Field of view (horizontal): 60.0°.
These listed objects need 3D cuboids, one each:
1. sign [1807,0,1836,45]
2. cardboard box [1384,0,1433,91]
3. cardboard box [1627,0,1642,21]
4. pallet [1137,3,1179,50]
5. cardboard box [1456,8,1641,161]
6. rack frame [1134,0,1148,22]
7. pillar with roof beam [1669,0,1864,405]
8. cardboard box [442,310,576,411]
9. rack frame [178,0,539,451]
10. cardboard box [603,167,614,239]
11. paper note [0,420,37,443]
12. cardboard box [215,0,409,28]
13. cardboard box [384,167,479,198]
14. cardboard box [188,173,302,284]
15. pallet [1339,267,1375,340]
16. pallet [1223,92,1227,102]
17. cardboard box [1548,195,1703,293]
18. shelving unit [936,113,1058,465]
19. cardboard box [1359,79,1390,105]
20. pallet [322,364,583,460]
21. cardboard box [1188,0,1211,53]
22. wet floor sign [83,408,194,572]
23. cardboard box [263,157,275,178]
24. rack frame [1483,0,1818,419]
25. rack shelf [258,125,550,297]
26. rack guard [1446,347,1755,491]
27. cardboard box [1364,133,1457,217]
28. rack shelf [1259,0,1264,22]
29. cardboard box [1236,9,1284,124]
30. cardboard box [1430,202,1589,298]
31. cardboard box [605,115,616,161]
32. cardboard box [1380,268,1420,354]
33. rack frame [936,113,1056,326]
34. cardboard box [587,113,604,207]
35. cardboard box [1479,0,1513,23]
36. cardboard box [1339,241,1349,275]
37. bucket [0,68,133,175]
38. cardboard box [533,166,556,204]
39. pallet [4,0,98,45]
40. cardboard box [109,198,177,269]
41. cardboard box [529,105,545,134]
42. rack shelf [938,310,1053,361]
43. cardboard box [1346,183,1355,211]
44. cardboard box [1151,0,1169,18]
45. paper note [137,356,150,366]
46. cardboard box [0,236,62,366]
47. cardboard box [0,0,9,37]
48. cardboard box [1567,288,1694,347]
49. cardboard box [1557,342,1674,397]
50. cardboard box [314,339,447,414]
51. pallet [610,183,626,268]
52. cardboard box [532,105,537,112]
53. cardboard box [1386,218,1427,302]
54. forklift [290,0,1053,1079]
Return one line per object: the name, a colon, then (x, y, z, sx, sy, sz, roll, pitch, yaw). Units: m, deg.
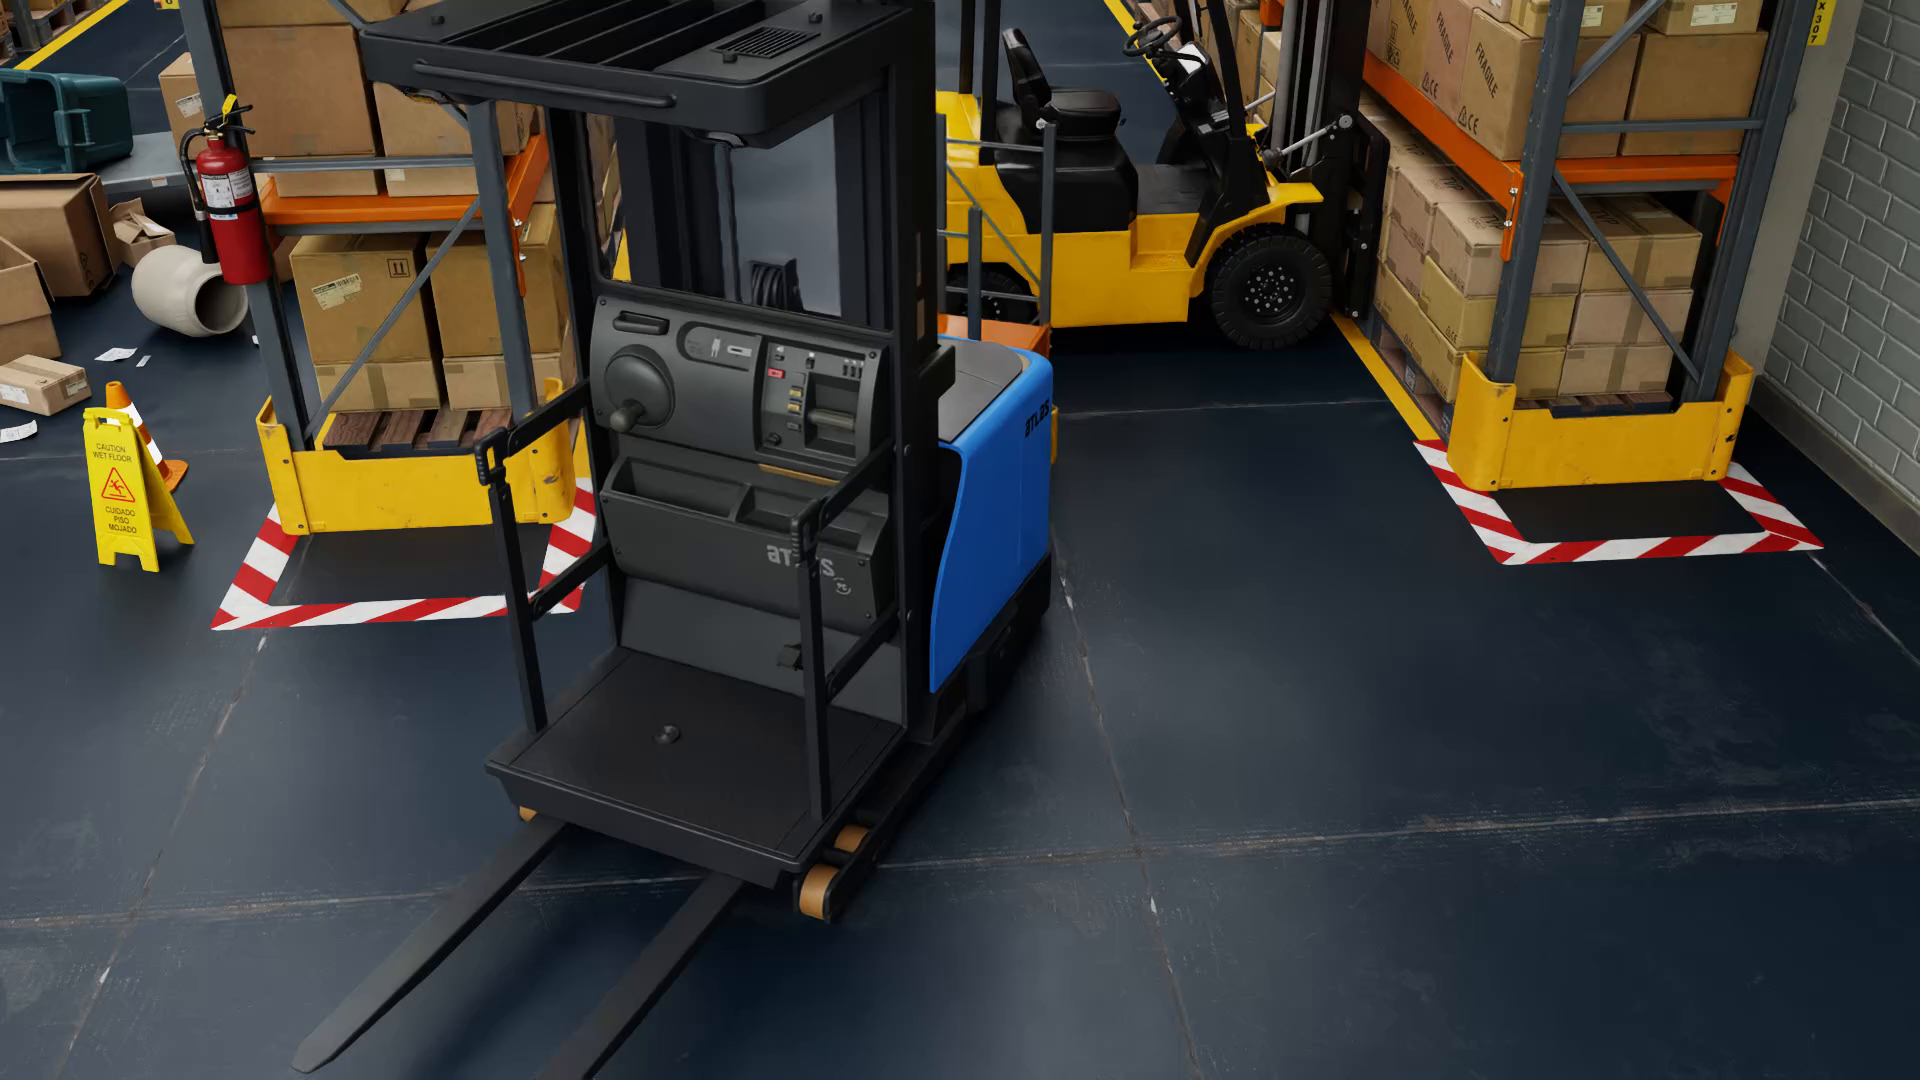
sign: (3.290, -2.051, 6.337, 0.100, 0.325, 0.005, -3, 31, -5)
cardboard box: (2.342, -2.430, 7.796, 0.500, 0.500, 0.500, -3, 31, -6)
cardboard box: (2.877, -2.252, 6.864, 0.380, 0.149, 0.250, -3, 31, -5)
pallet: (2.027, -4.087, 13.386, 1.003, 0.211, 1.213, -3, 31, -5)
cardboard box: (2.429, -1.903, 6.914, 0.500, 0.500, 0.500, -3, 31, -6)
rack frame: (1.989, -5.706, 13.378, 1.000, 3.000, 0.127, -3, 31, -5)
pillar with roof beam: (-0.717, -4.390, 5.323, 9.100, 9.000, 0.400, -3, 31, -5)
cardboard box: (-2.005, -0.807, 7.447, 0.500, 0.250, 0.500, -3, 31, -5)
rack frame: (-2.205, -1.382, 6.138, 1.000, 3.000, 0.127, -3, 31, -5)
cardboard box: (-2.196, -1.864, 9.217, 0.500, 0.250, 0.500, -4, 31, -6)
paper note: (-4.275, -0.495, 7.548, 0.148, 0.019, 0.142, -14, 33, -22)
cardboard box: (-2.470, -2.232, 6.199, 0.700, 0.500, 0.500, -3, 31, -6)
cardboard box: (-2.030, -1.457, 6.510, 0.380, 0.149, 0.250, -3, 31, -4)
cardboard box: (-3.833, -1.740, 9.173, 0.500, 0.500, 0.500, 20, 36, 29)
pallet: (2.513, -1.434, 8.945, 1.003, 0.211, 1.213, -3, 31, -5)
pallet: (2.255, -2.841, 11.300, 1.003, 0.211, 1.213, -3, 31, -5)
cardboard box: (2.880, -1.305, 7.307, 0.500, 0.250, 0.500, -3, 31, -5)
shelving unit: (-0.011, -0.790, 6.610, 0.587, 1.500, 1.083, 9, 32, 15)
cardboard box: (2.192, -2.316, 8.999, 0.500, 0.250, 0.500, -2, 31, -3)
pallet: (-2.253, -0.640, 7.616, 1.003, 0.211, 1.213, -3, 31, -5)
cardboard box: (2.166, -3.871, 12.211, 0.875, 0.625, 0.625, -4, 31, -7)
wet floor sign: (-3.252, -0.223, 6.494, 0.267, 0.644, 0.232, 8, 32, 13)
cardboard box: (-2.587, -1.579, 6.713, 0.380, 0.149, 0.250, -3, 31, -5)
rack frame: (2.737, -1.622, 6.540, 1.000, 3.000, 0.127, -3, 31, -5)
rack shelf: (-2.392, -2.094, 8.032, 1.077, 0.370, 4.000, -3, 31, -5)
rack guard: (2.739, -0.536, 7.160, 1.175, 0.500, 0.348, -3, 31, -5)
cardboard box: (2.273, -1.788, 8.116, 0.500, 0.250, 0.500, -2, 31, -4)
rack shelf: (2.176, -4.376, 11.853, 1.077, 0.370, 4.000, -3, 31, -5)
cardboard box: (2.303, -3.090, 10.905, 0.875, 0.625, 0.625, -1, 31, -2)
cardboard box: (2.383, -1.271, 7.249, 0.500, 0.250, 0.500, -2, 31, -3)
cardboard box: (-2.256, -2.457, 9.478, 0.500, 0.500, 0.500, -3, 31, -5)
cardboard box: (2.341, -1.101, 7.939, 0.500, 0.250, 0.500, -3, 31, -5)
rack frame: (0.139, -1.034, 7.019, 0.500, 1.500, 0.032, 9, 32, 15)
cardboard box: (-2.158, -1.937, 8.608, 0.500, 0.500, 0.500, -1, 31, -2)
cardboard box: (2.372, -2.236, 6.838, 0.380, 0.149, 0.250, -2, 31, -4)
cardboard box: (2.233, -1.621, 8.810, 0.500, 0.250, 0.500, -2, 31, -3)
bucket: (-5.189, -2.424, 9.592, 0.726, 0.611, 0.620, 8, 22, 13)
cardboard box: (-2.061, -1.408, 7.722, 0.500, 0.500, 0.500, -4, 31, -6)
pallet: (-7.943, -4.379, 13.876, 1.003, 0.211, 1.213, -3, 31, -5)
cardboard box: (-4.639, -1.732, 9.390, 0.396, 0.266, 0.258, 27, 40, 37)
cardboard box: (-1.990, -1.857, 7.178, 0.380, 0.149, 0.250, -2, 31, -4)
rack shelf: (-0.013, -0.631, 6.695, 0.538, 0.185, 1.000, 9, 32, 15)
cardboard box: (2.232, -1.844, 8.697, 0.500, 0.250, 0.500, -3, 31, -5)
cardboard box: (2.034, -4.548, 13.345, 0.875, 0.625, 0.625, -2, 31, -3)
paper note: (-4.036, -0.886, 8.223, 0.032, 0.001, 0.123, -3, 31, -5)
cardboard box: (-4.889, -1.086, 8.077, 0.637, 0.503, 0.797, 27, 40, 37)
cardboard box: (-7.904, -4.077, 12.435, 1.050, 0.750, 0.750, -3, 31, -5)
cardboard box: (2.900, -1.086, 7.427, 0.500, 0.250, 0.500, -2, 31, -4)
cardboard box: (2.886, -0.882, 7.573, 0.500, 0.250, 0.500, -3, 31, -4)
cardboard box: (-2.550, -0.794, 7.426, 0.500, 0.250, 0.500, -3, 31, -5)
pallet: (-2.481, -1.886, 9.701, 1.003, 0.211, 1.213, -3, 31, -5)
cardboard box: (-2.024, -2.072, 6.906, 0.500, 0.500, 0.500, -2, 31, -3)
cardboard box: (2.344, -1.326, 7.829, 0.500, 0.250, 0.500, -3, 31, -5)
forklift: (-0.735, -0.396, 4.555, 1.130, 2.935, 3.031, 13, 33, 21)
